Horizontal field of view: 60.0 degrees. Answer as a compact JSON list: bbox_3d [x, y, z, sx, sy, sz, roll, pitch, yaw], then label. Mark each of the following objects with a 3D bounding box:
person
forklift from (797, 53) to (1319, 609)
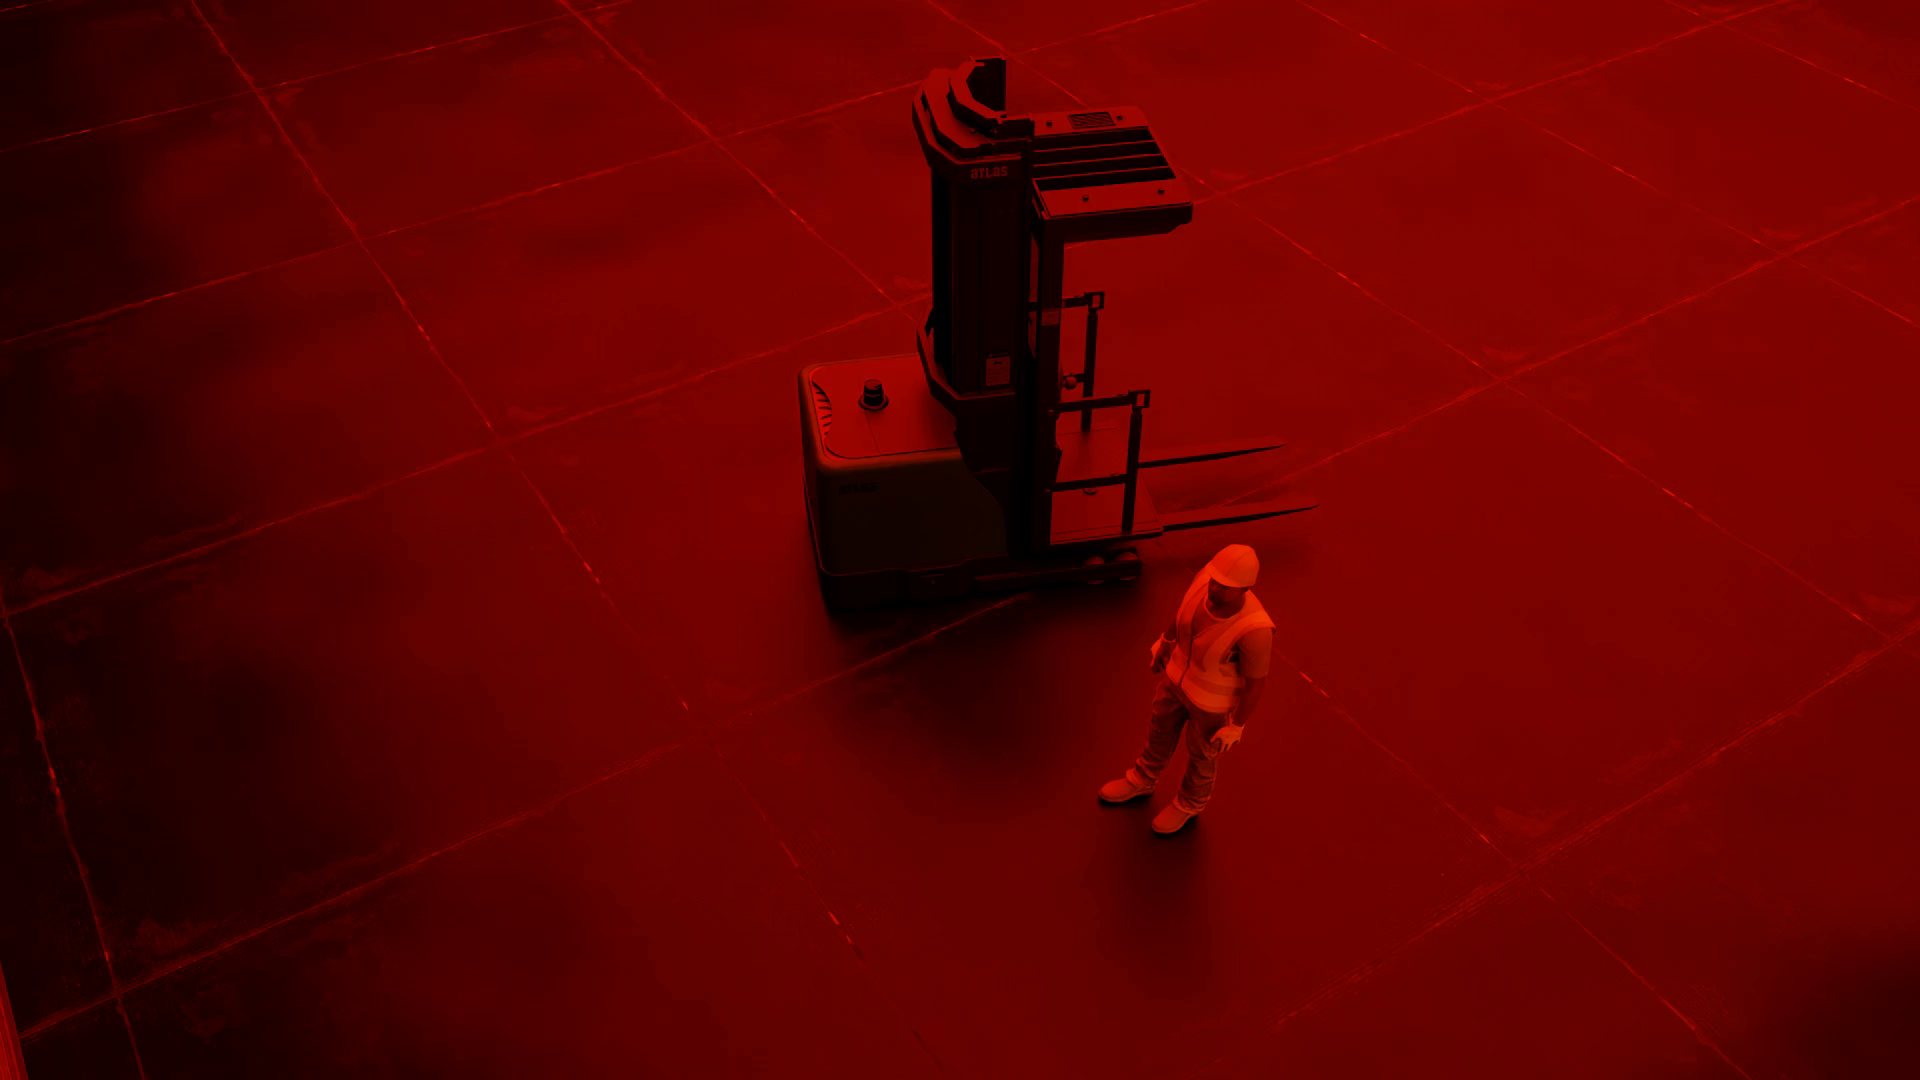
[{"bbox_3d":[1.093,0.725,7.902,0.577,1.784,0.657,-20,45,-21],"label":"person"},{"bbox_3d":[0.614,-1.179,9.221,3.031,2.935,1.130,-7,42,-8],"label":"forklift"}]
